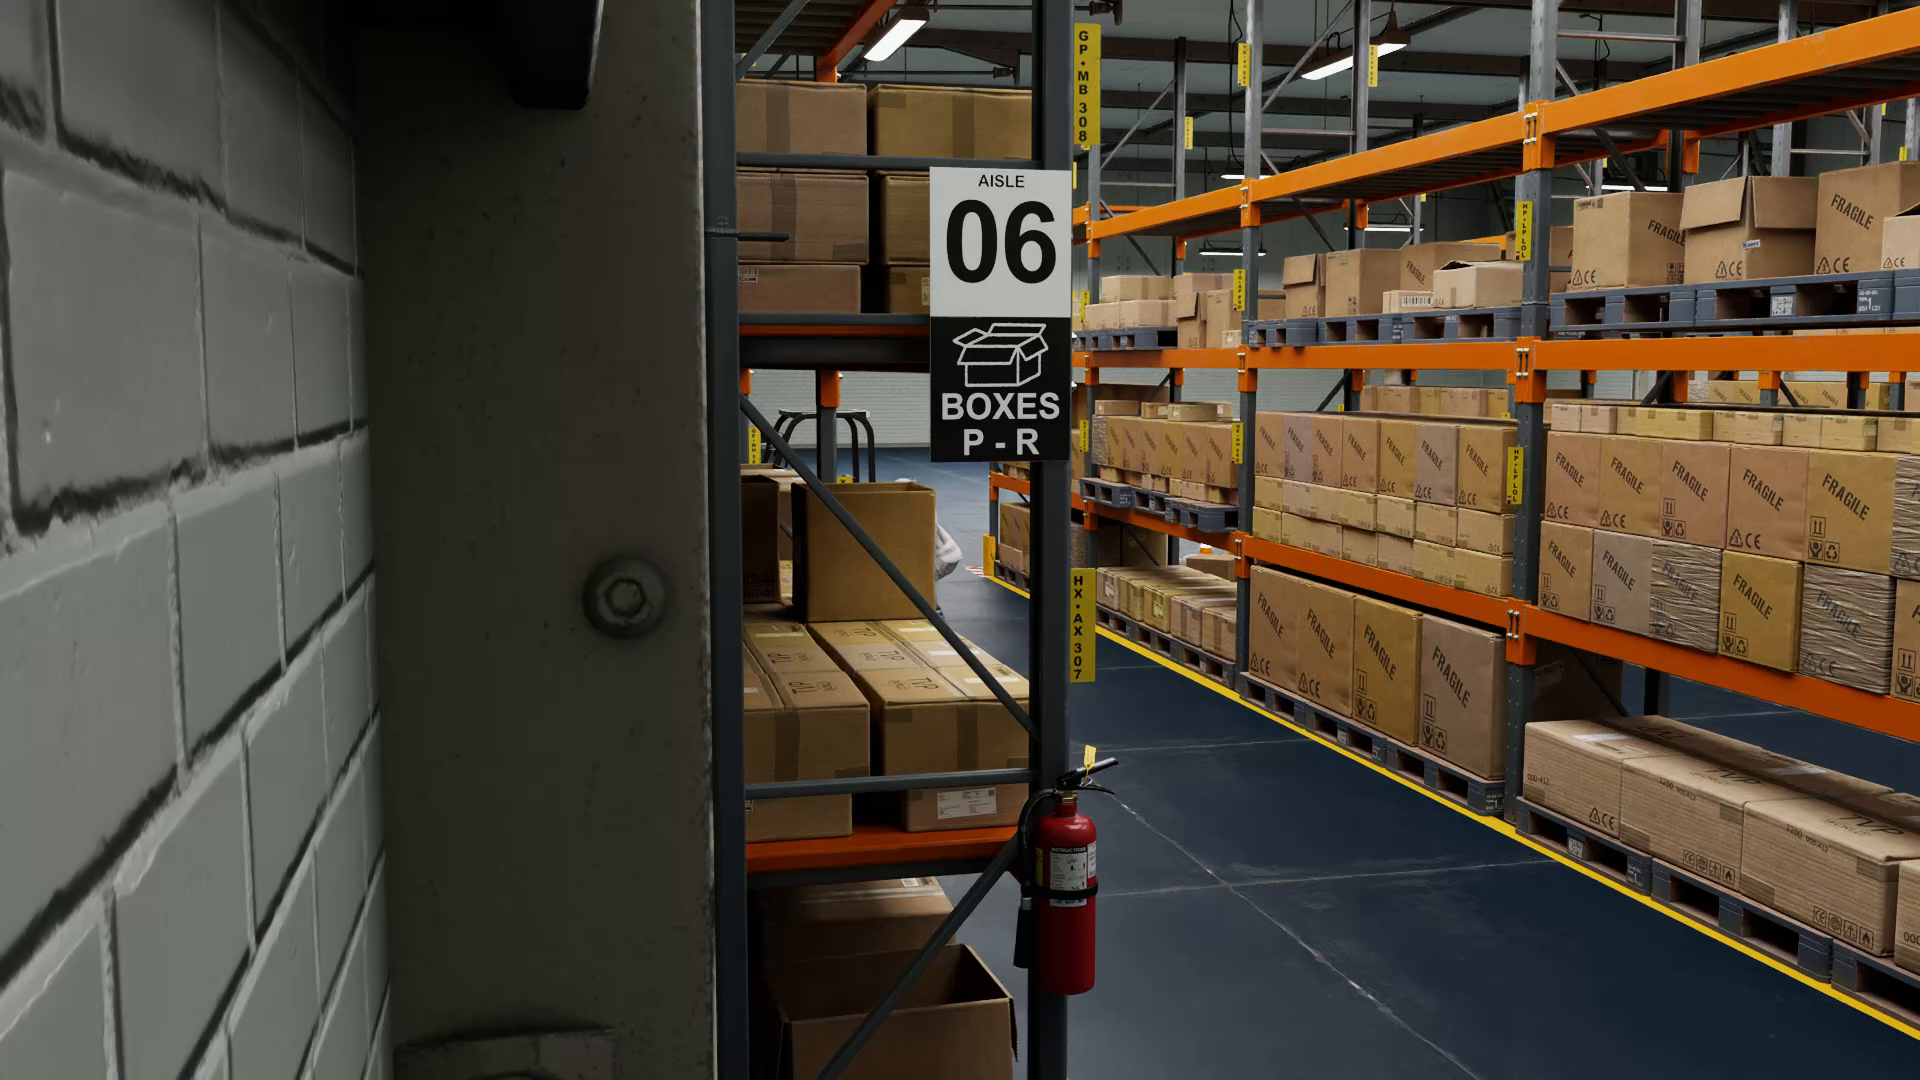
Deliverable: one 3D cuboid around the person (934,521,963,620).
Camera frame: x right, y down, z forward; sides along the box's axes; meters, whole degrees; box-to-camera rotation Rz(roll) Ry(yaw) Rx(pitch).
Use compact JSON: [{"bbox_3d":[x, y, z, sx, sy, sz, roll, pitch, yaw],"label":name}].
[{"bbox_3d":[-0.387,0.239,17.045,0.826,1.288,0.609,-1,6,-14],"label":"person"}]
